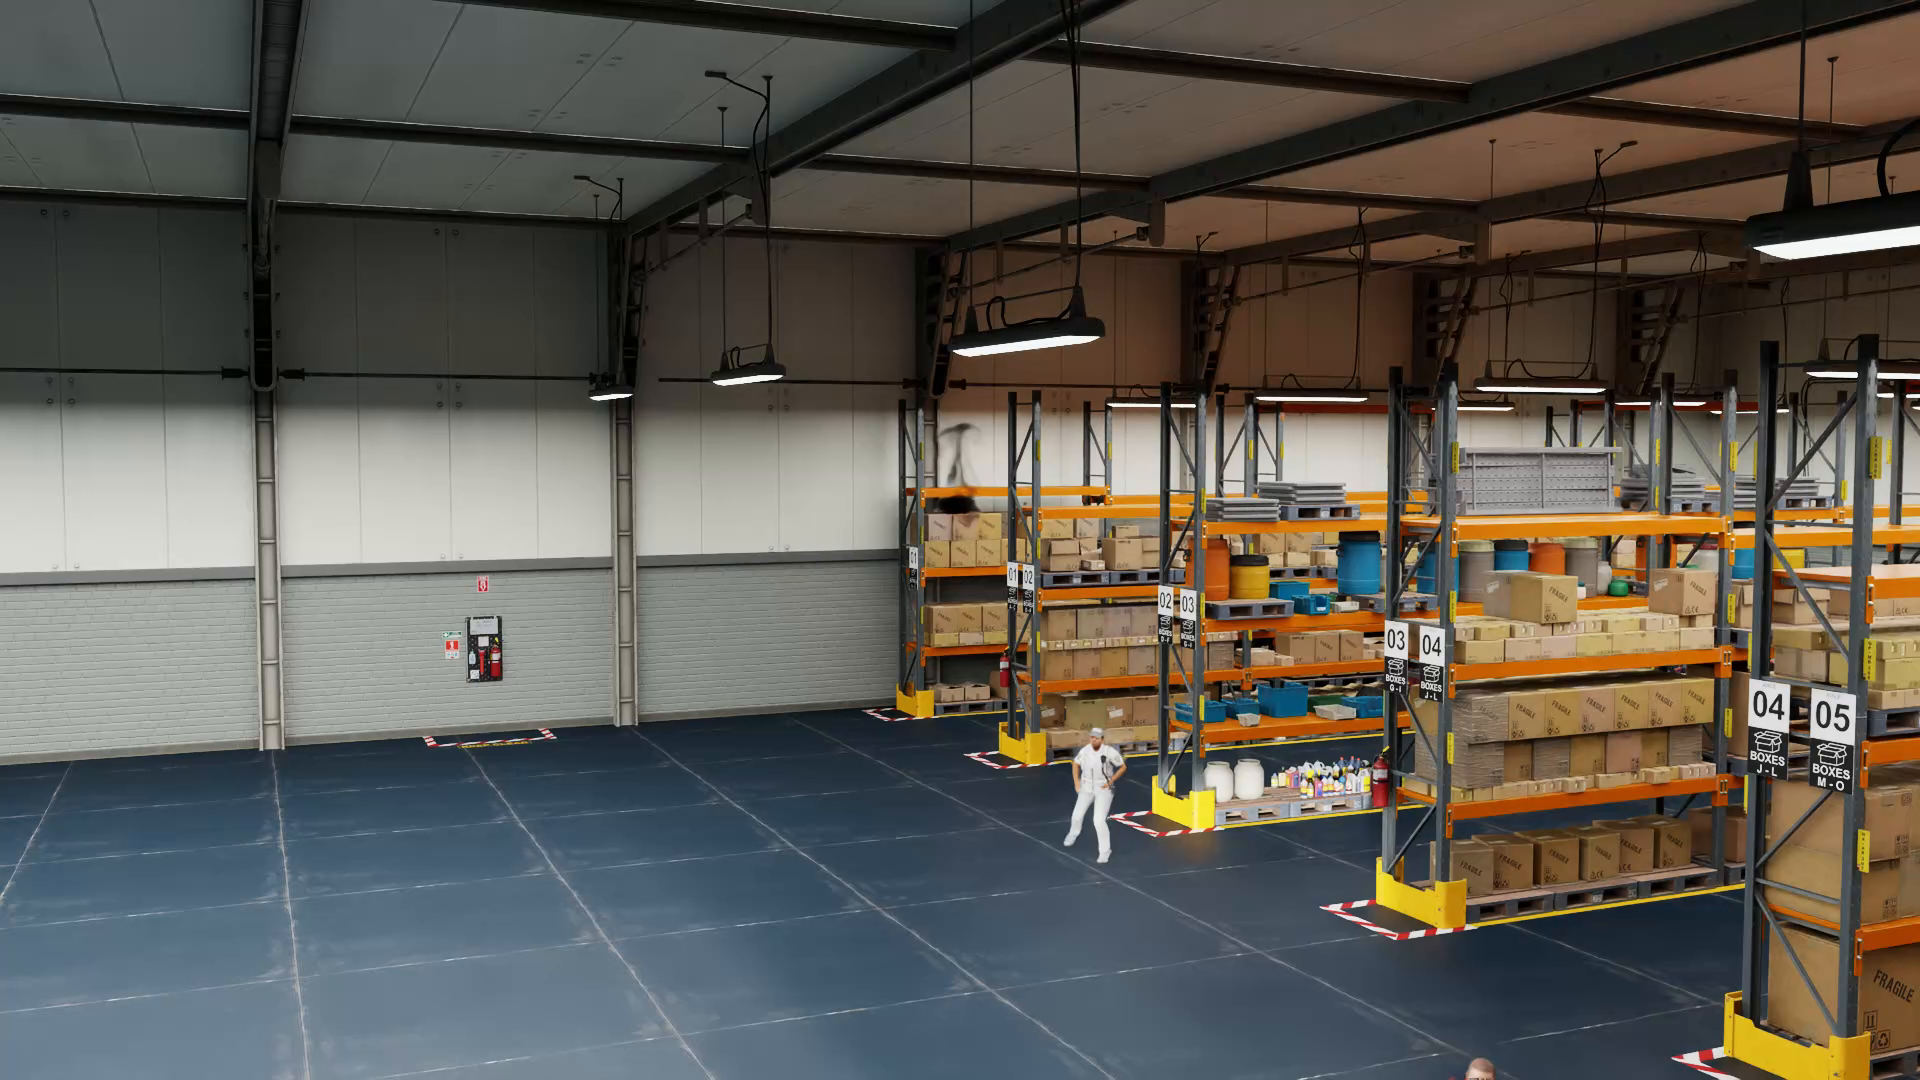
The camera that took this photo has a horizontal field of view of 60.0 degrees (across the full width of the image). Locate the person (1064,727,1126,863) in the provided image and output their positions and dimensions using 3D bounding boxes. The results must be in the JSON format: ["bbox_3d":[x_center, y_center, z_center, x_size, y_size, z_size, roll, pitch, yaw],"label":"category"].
[{"bbox_3d":[1.658,3.155,20.813,0.851,1.670,0.700,1,4,22],"label":"person"}]

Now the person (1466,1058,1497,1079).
[{"bbox_3d":[3.179,3.804,9.896,0.685,1.601,0.881,2,4,30],"label":"person"}]
